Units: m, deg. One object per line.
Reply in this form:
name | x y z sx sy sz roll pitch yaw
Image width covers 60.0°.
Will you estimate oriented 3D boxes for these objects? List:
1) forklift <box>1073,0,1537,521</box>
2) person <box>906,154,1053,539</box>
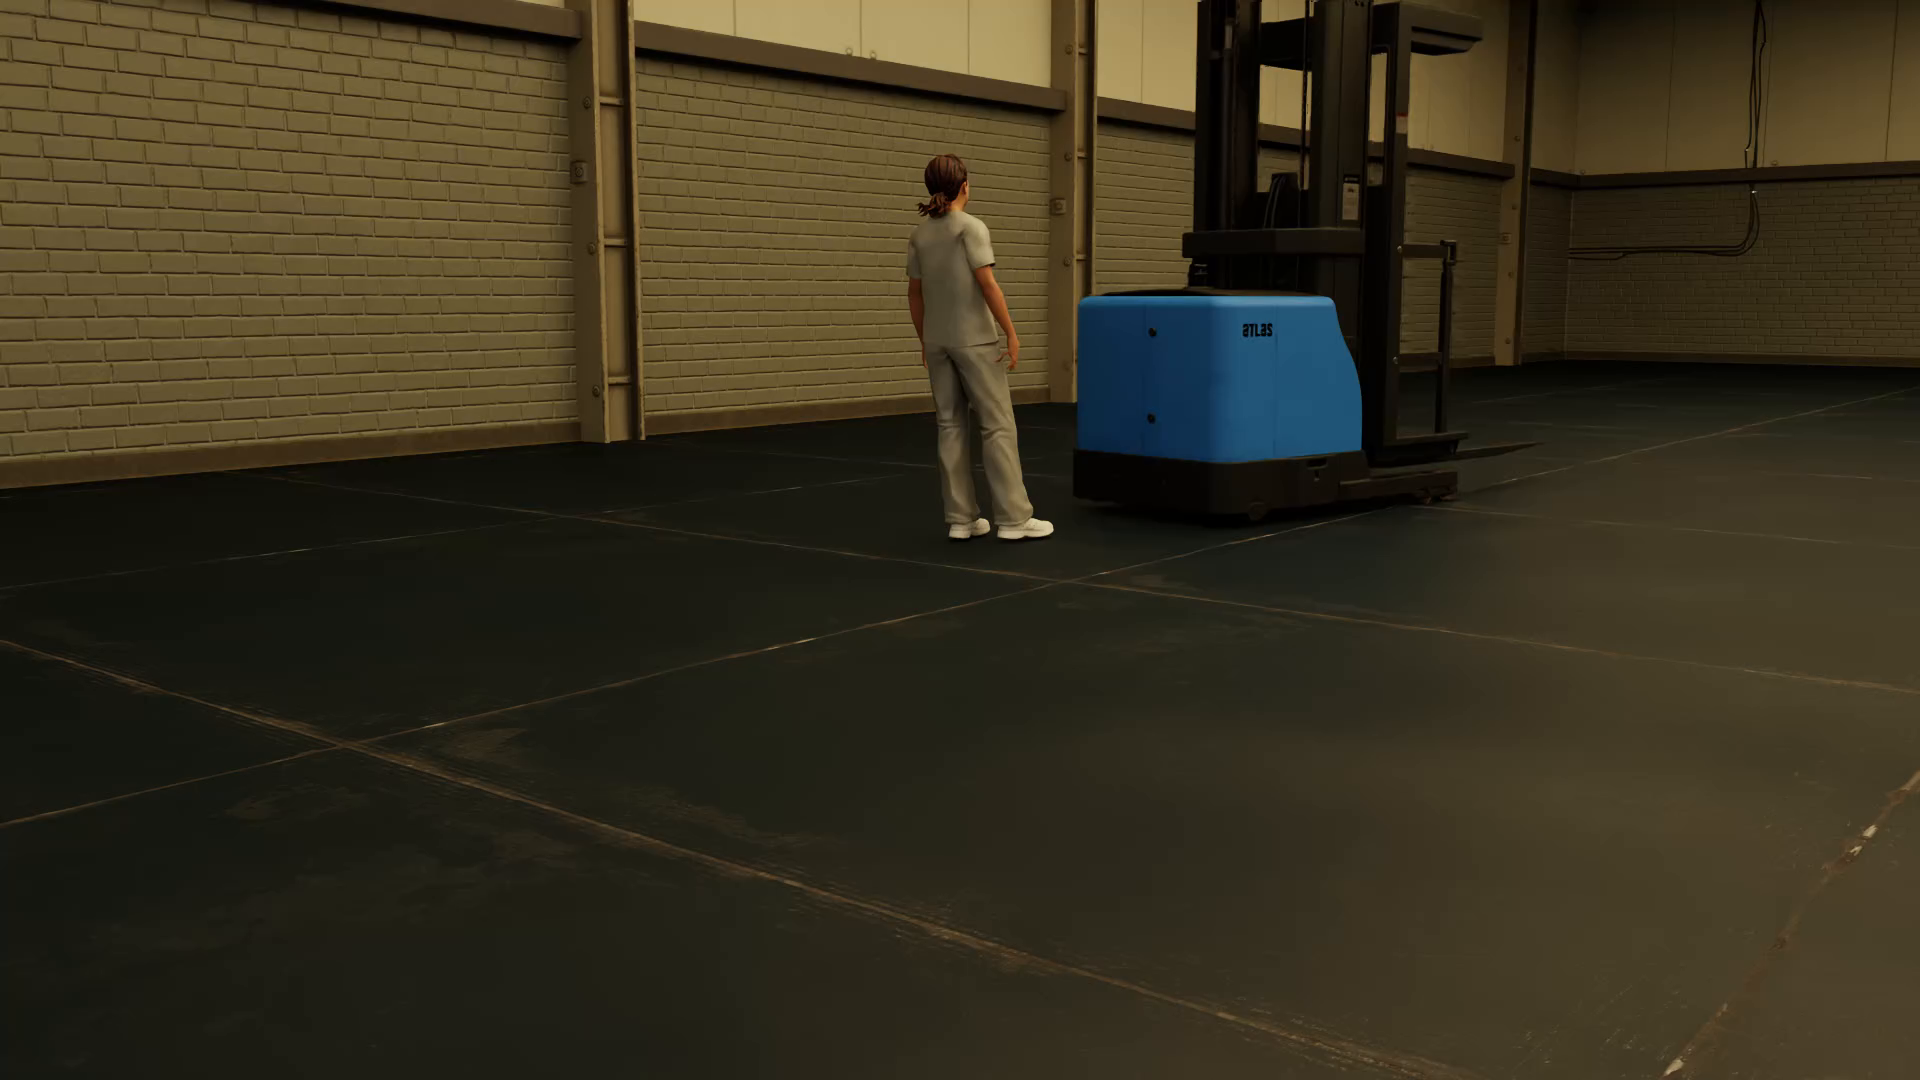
forklift | 2.019 -1.690 8.831 3.031 2.935 1.130 -7 11 -40
person | 0.057 -0.844 7.331 0.550 1.673 0.548 7 11 38
